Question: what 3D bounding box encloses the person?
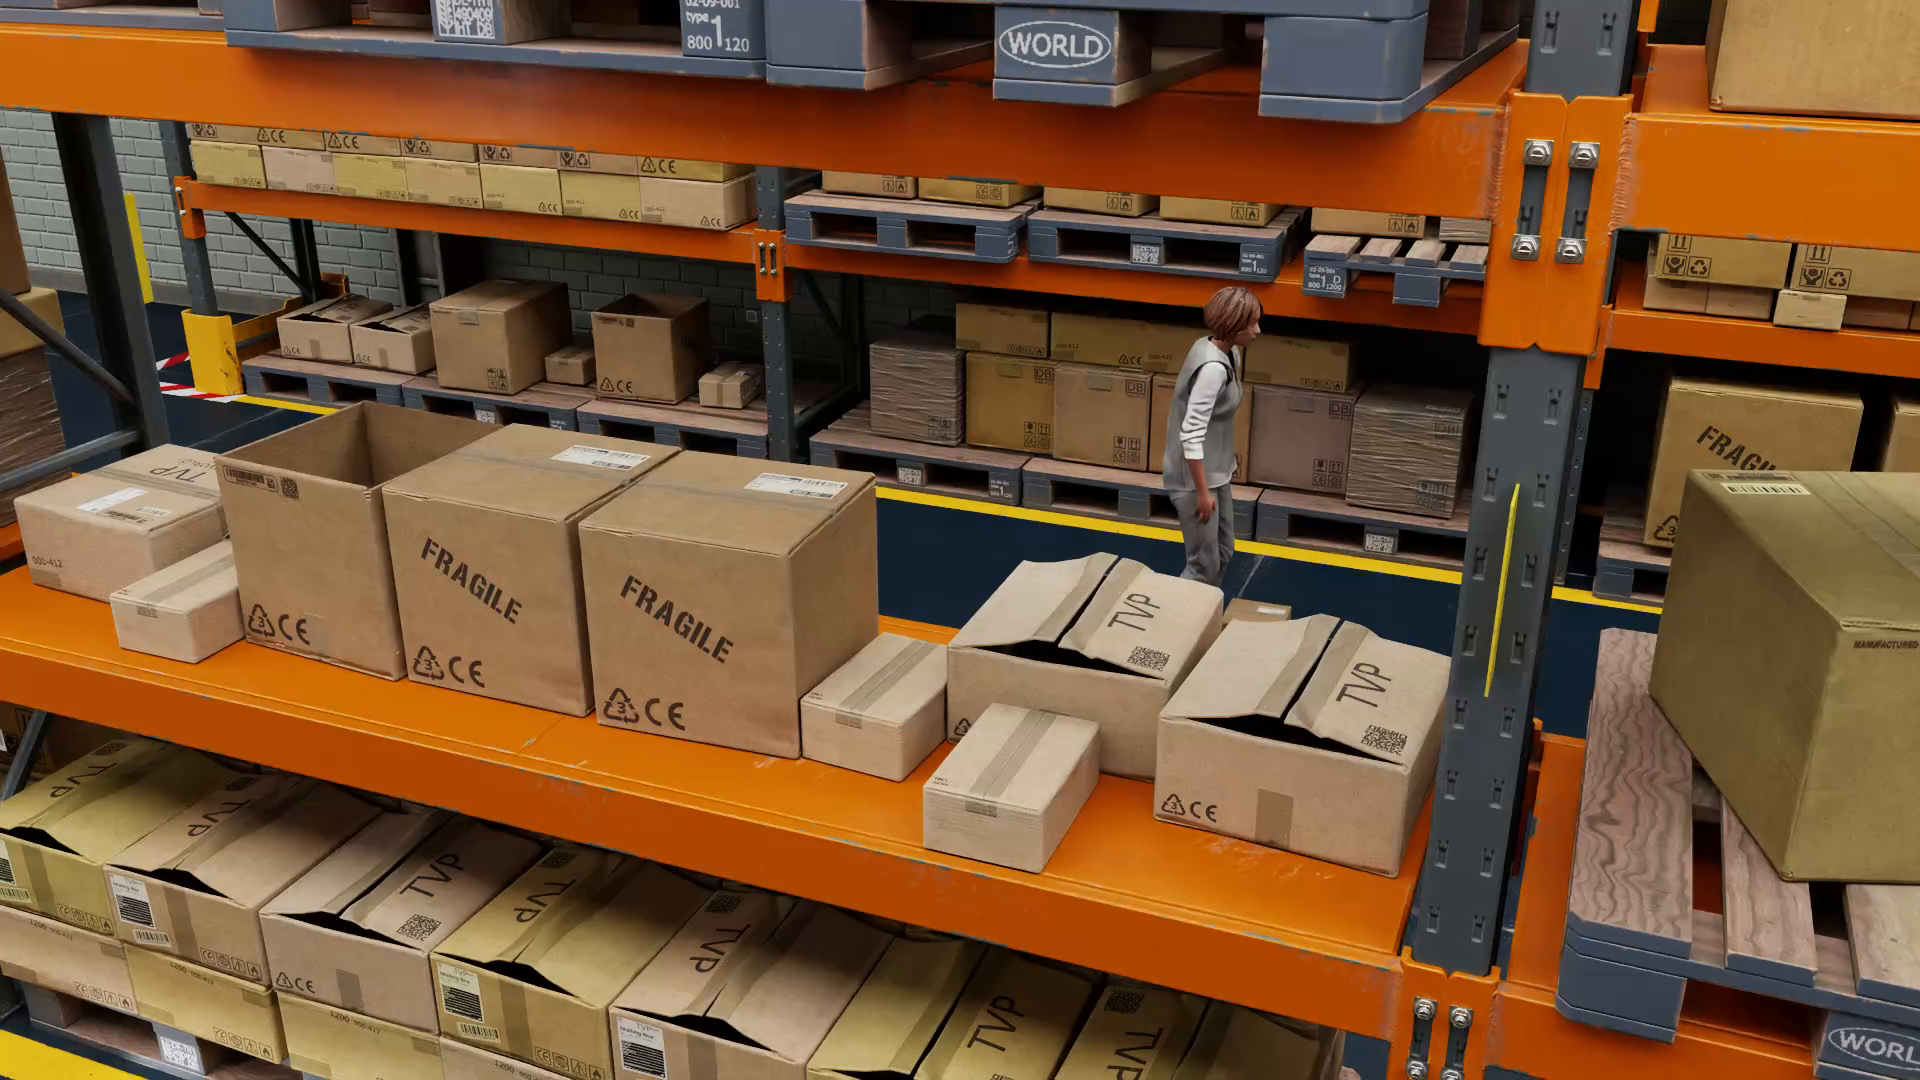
[{"bbox_3d":[1.002,-0.225,6.662,0.377,1.580,0.477,7,24,17],"label":"person"}]
